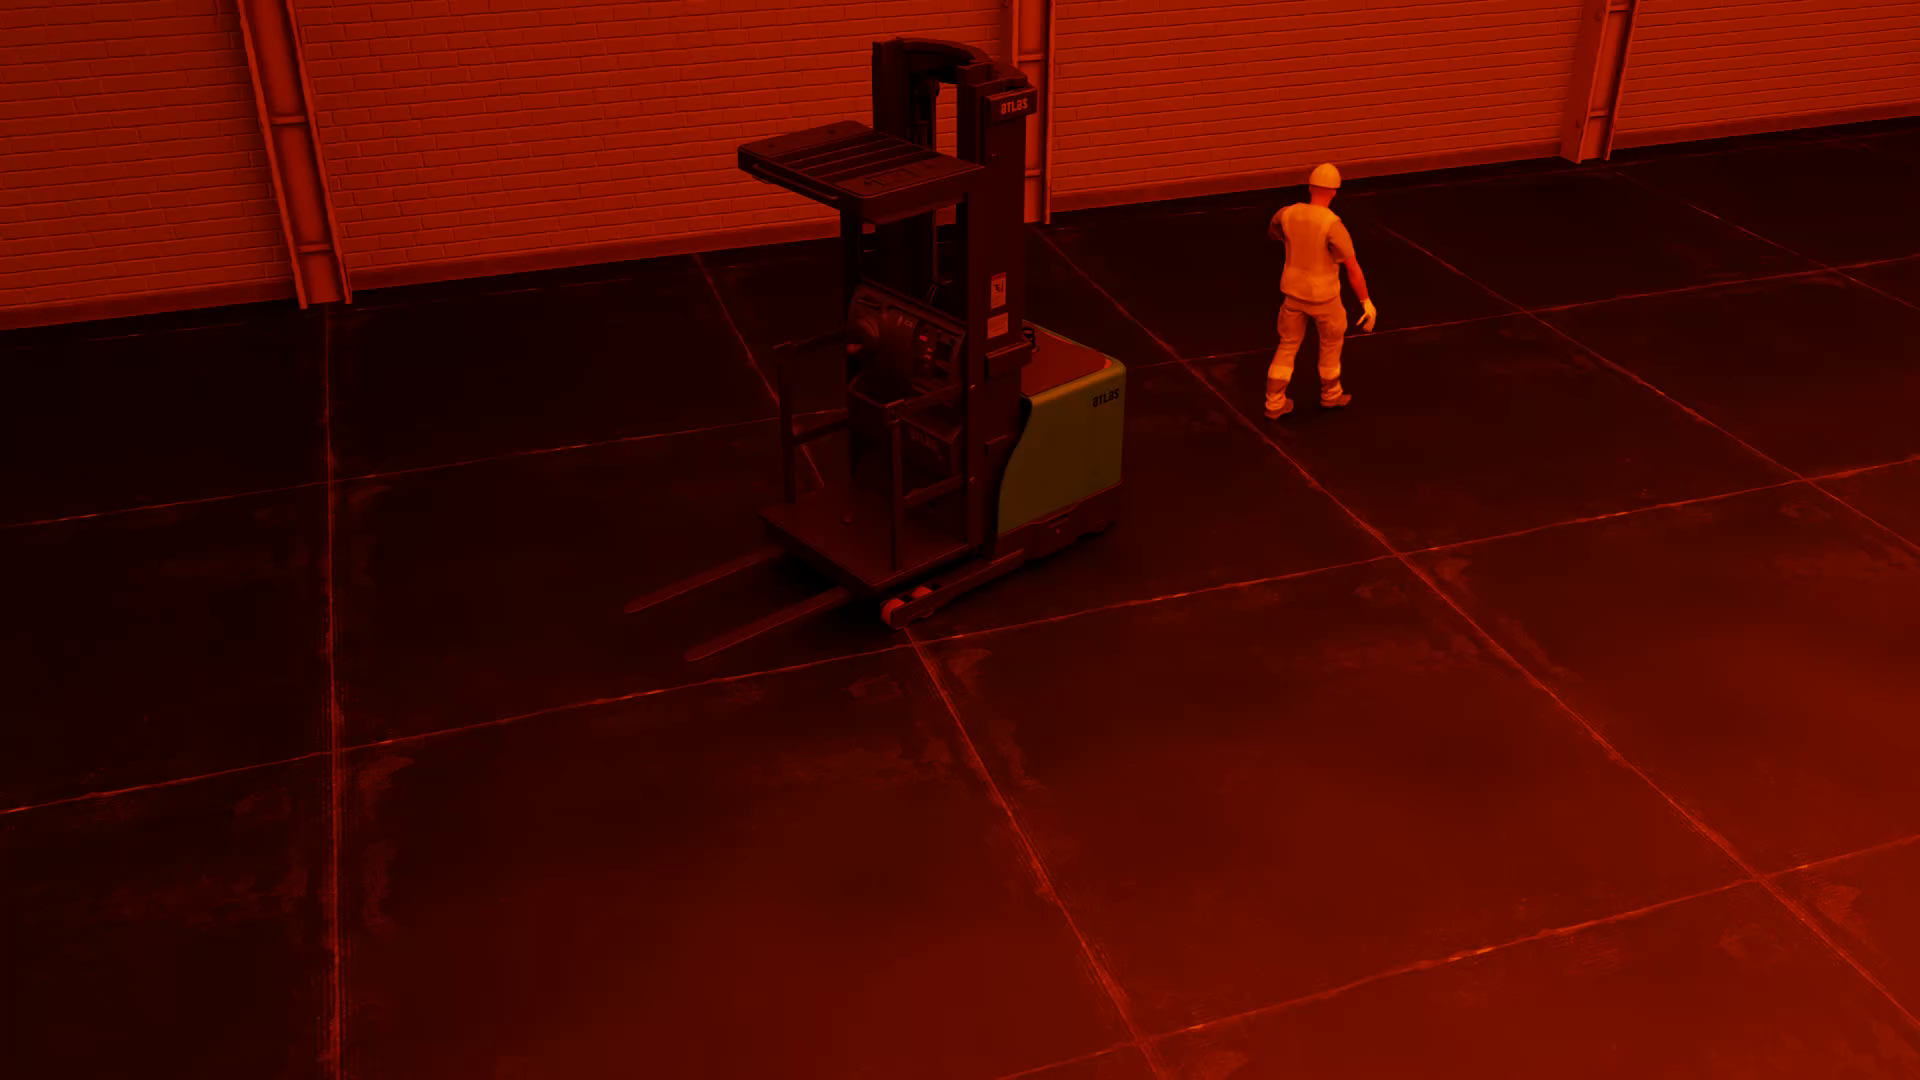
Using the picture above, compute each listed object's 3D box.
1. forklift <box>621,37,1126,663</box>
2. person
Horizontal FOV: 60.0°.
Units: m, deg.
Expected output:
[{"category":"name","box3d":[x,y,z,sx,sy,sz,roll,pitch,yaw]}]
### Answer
[{"category":"forklift","box3d":[-0.461,-1.072,8.951,3.031,2.935,1.130,-23,37,-34]},{"category":"person","box3d":[2.469,-1.681,11.197,0.762,1.762,0.996,-26,39,-37]}]
